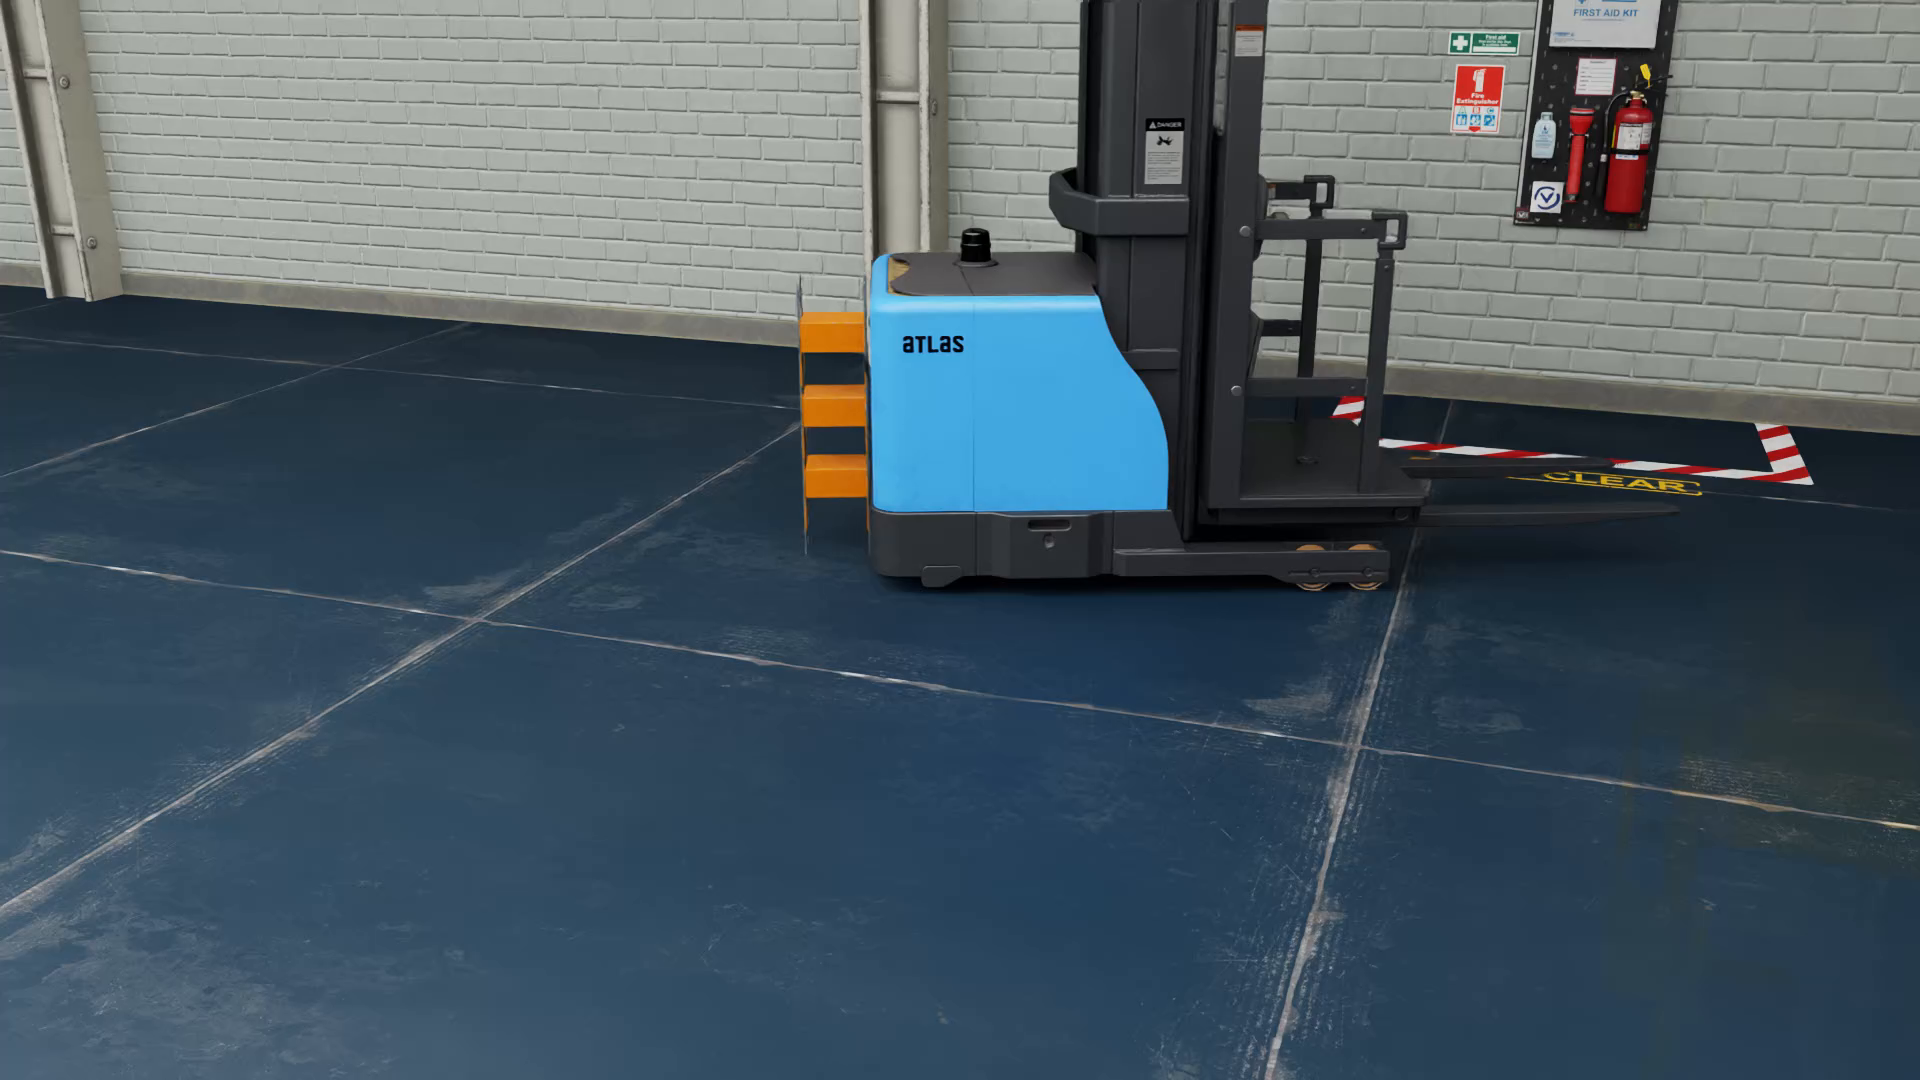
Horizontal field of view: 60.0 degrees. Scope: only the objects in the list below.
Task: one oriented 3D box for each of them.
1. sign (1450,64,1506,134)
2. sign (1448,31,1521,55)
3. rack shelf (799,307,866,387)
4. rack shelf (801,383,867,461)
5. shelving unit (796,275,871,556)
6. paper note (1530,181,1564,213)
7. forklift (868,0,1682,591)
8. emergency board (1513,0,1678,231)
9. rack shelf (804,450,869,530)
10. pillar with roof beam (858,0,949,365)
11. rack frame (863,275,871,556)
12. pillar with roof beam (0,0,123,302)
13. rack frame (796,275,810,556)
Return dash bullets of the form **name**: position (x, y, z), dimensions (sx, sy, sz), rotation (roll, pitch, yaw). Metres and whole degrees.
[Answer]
- **sign**: position (2.556, -2.178, 8.214), dimensions (0.234, 0.329, 0.001), rotation (7, 20, 18)
- **sign**: position (2.558, -2.425, 8.118), dimensions (0.331, 0.109, 0.001), rotation (7, 20, 18)
- **rack shelf**: position (-0.474, -0.725, 6.231), dimensions (0.240, 0.259, 0.215), rotation (-1, 19, -2)
- **rack shelf**: position (-0.474, -0.457, 6.324), dimensions (0.240, 0.259, 0.215), rotation (-1, 19, -2)
- **shelving unit**: position (-0.474, -0.467, 6.321), dimensions (0.252, 1.050, 0.215), rotation (-1, 19, -2)
- **paper note**: position (2.900, -1.694, 8.218), dimensions (0.142, 0.148, 0.016), rotation (7, 20, 18)
- **forklift**: position (1.173, -1.372, 6.060), dimensions (3.031, 2.935, 1.130), rotation (-1, 19, -2)
- **emergency board**: position (3.045, -2.070, 7.957), dimensions (0.643, 1.169, 0.194), rotation (7, 20, 18)
- **rack shelf**: position (-0.474, -0.195, 6.416), dimensions (0.240, 0.259, 0.215), rotation (-1, 19, -2)
- **pillar with roof beam**: position (-1.714, -3.933, 4.189), dimensions (0.400, 9.000, 9.100), rotation (7, 20, 18)
- **rack frame**: position (-0.352, -0.468, 6.325), dimensions (0.008, 1.050, 0.200), rotation (-1, 19, -2)
- **pillar with roof beam**: position (-7.381, -4.581, 6.048), dimensions (0.400, 9.000, 9.100), rotation (7, 20, 18)
- **rack frame**: position (-0.596, -0.465, 6.316), dimensions (0.008, 1.050, 0.200), rotation (-1, 19, -2)
